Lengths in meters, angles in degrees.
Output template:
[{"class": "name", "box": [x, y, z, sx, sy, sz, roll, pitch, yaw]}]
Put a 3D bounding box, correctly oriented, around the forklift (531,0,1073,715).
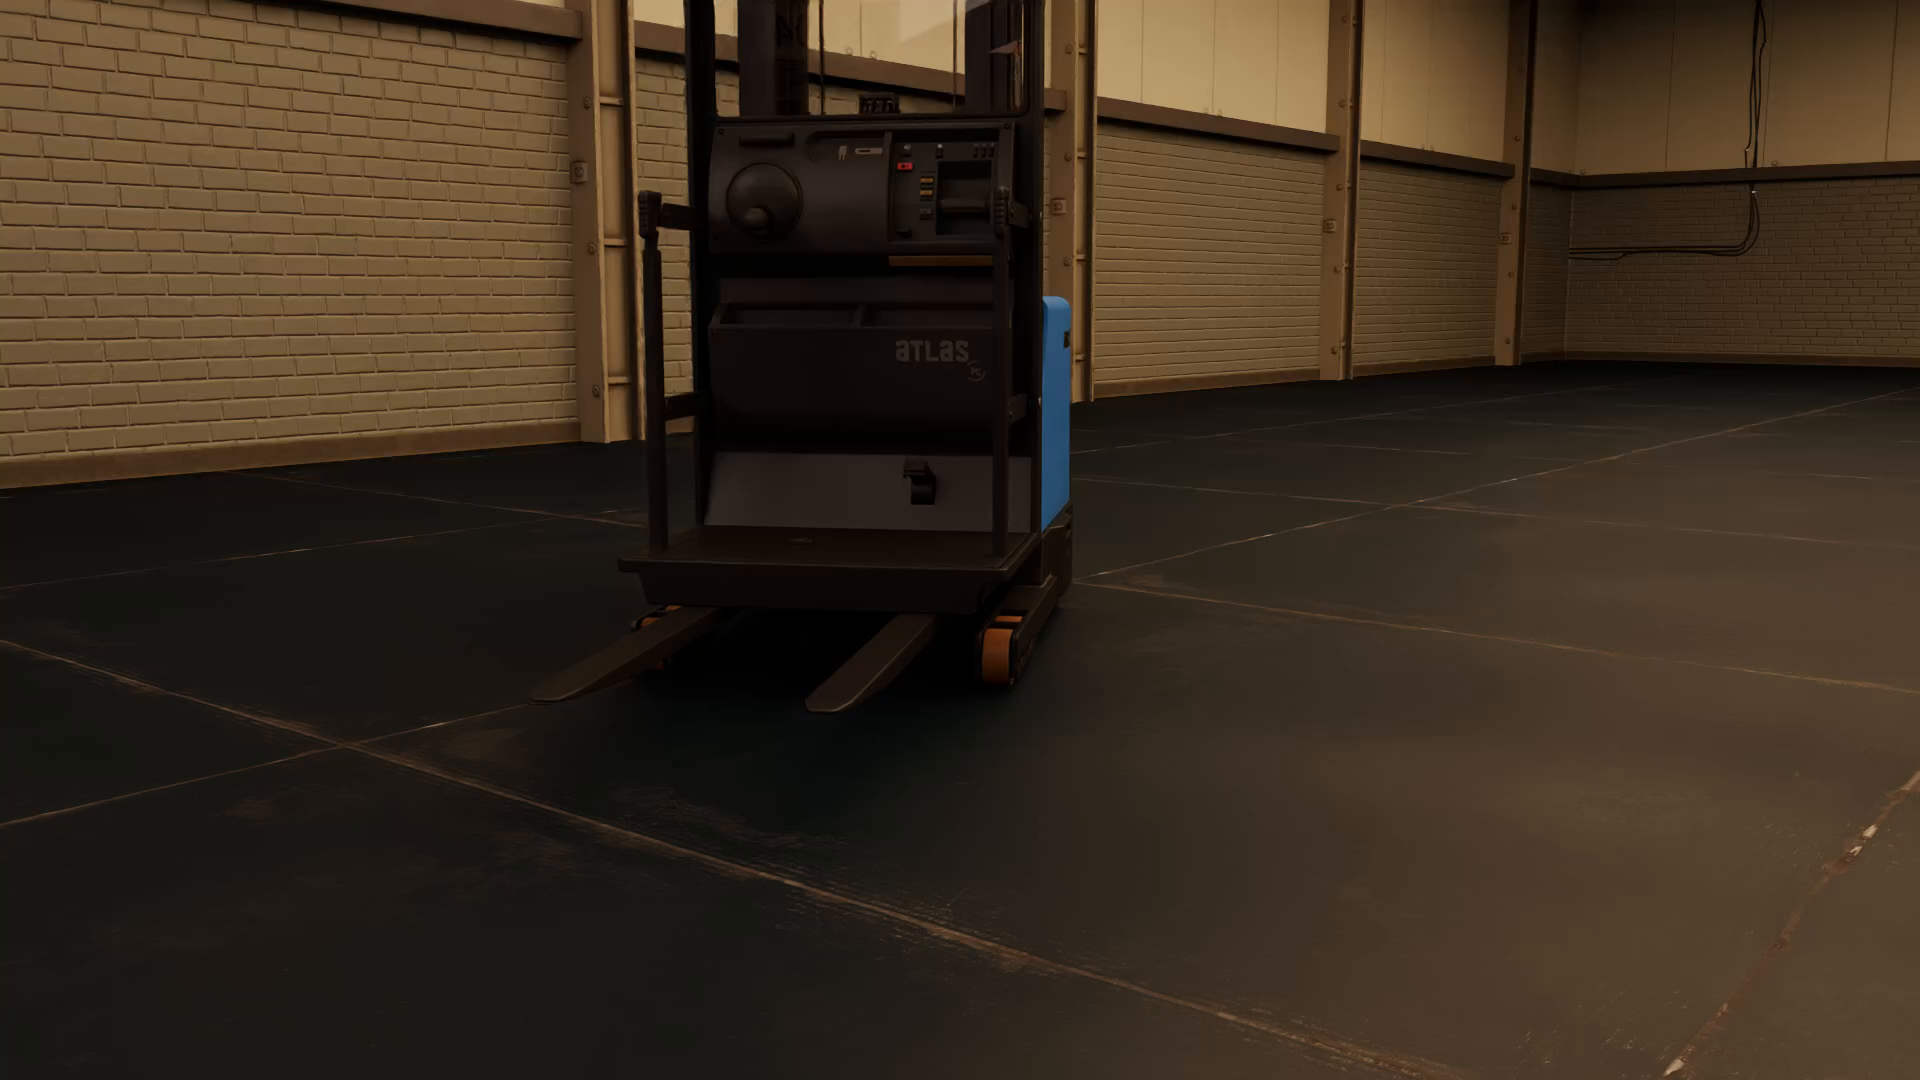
[{"class": "forklift", "box": [-0.332, -1.098, 4.790, 1.130, 2.935, 3.031, 1, 8, 10]}]
